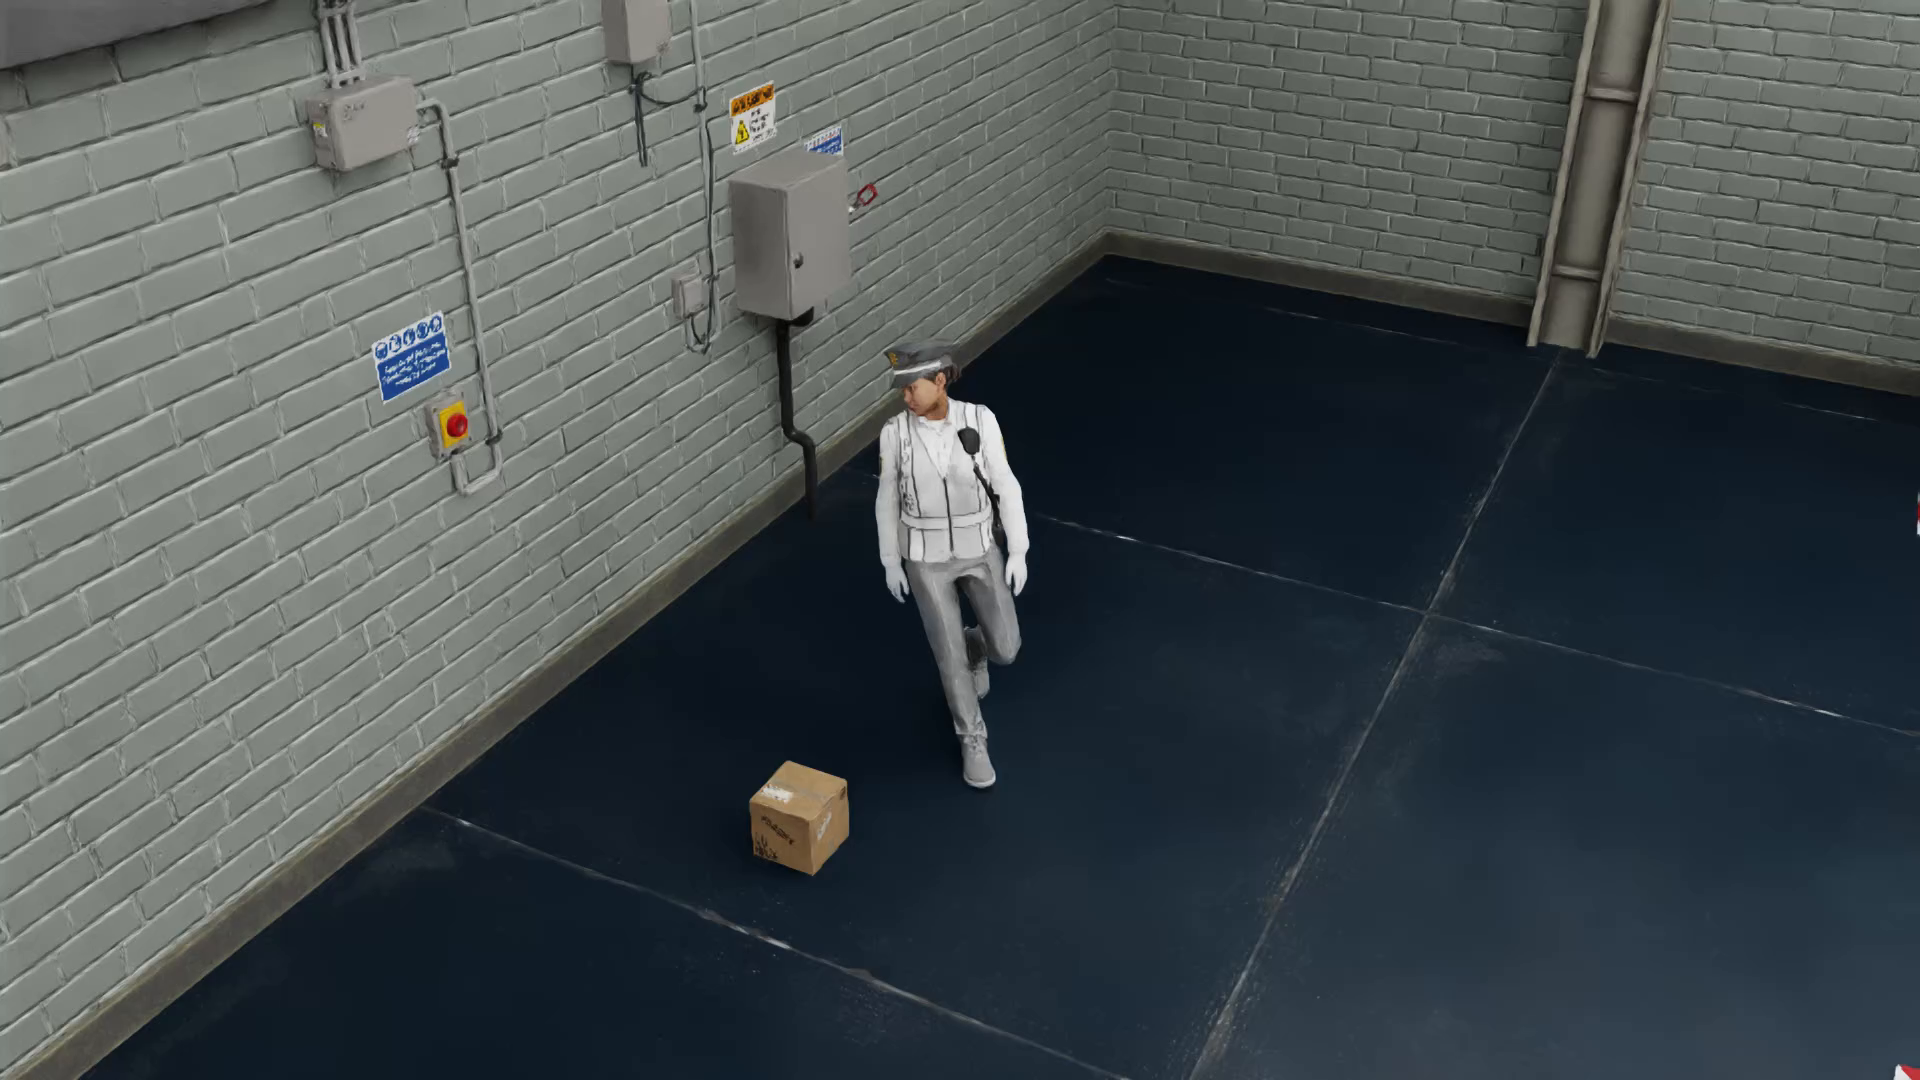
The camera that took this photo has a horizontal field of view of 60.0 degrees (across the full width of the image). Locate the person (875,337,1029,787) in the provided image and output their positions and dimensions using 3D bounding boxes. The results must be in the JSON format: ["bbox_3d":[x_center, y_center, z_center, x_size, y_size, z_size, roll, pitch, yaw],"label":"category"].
[{"bbox_3d":[-0.026,0.066,6.030,0.544,1.638,0.657,-3,30,-5],"label":"person"}]
